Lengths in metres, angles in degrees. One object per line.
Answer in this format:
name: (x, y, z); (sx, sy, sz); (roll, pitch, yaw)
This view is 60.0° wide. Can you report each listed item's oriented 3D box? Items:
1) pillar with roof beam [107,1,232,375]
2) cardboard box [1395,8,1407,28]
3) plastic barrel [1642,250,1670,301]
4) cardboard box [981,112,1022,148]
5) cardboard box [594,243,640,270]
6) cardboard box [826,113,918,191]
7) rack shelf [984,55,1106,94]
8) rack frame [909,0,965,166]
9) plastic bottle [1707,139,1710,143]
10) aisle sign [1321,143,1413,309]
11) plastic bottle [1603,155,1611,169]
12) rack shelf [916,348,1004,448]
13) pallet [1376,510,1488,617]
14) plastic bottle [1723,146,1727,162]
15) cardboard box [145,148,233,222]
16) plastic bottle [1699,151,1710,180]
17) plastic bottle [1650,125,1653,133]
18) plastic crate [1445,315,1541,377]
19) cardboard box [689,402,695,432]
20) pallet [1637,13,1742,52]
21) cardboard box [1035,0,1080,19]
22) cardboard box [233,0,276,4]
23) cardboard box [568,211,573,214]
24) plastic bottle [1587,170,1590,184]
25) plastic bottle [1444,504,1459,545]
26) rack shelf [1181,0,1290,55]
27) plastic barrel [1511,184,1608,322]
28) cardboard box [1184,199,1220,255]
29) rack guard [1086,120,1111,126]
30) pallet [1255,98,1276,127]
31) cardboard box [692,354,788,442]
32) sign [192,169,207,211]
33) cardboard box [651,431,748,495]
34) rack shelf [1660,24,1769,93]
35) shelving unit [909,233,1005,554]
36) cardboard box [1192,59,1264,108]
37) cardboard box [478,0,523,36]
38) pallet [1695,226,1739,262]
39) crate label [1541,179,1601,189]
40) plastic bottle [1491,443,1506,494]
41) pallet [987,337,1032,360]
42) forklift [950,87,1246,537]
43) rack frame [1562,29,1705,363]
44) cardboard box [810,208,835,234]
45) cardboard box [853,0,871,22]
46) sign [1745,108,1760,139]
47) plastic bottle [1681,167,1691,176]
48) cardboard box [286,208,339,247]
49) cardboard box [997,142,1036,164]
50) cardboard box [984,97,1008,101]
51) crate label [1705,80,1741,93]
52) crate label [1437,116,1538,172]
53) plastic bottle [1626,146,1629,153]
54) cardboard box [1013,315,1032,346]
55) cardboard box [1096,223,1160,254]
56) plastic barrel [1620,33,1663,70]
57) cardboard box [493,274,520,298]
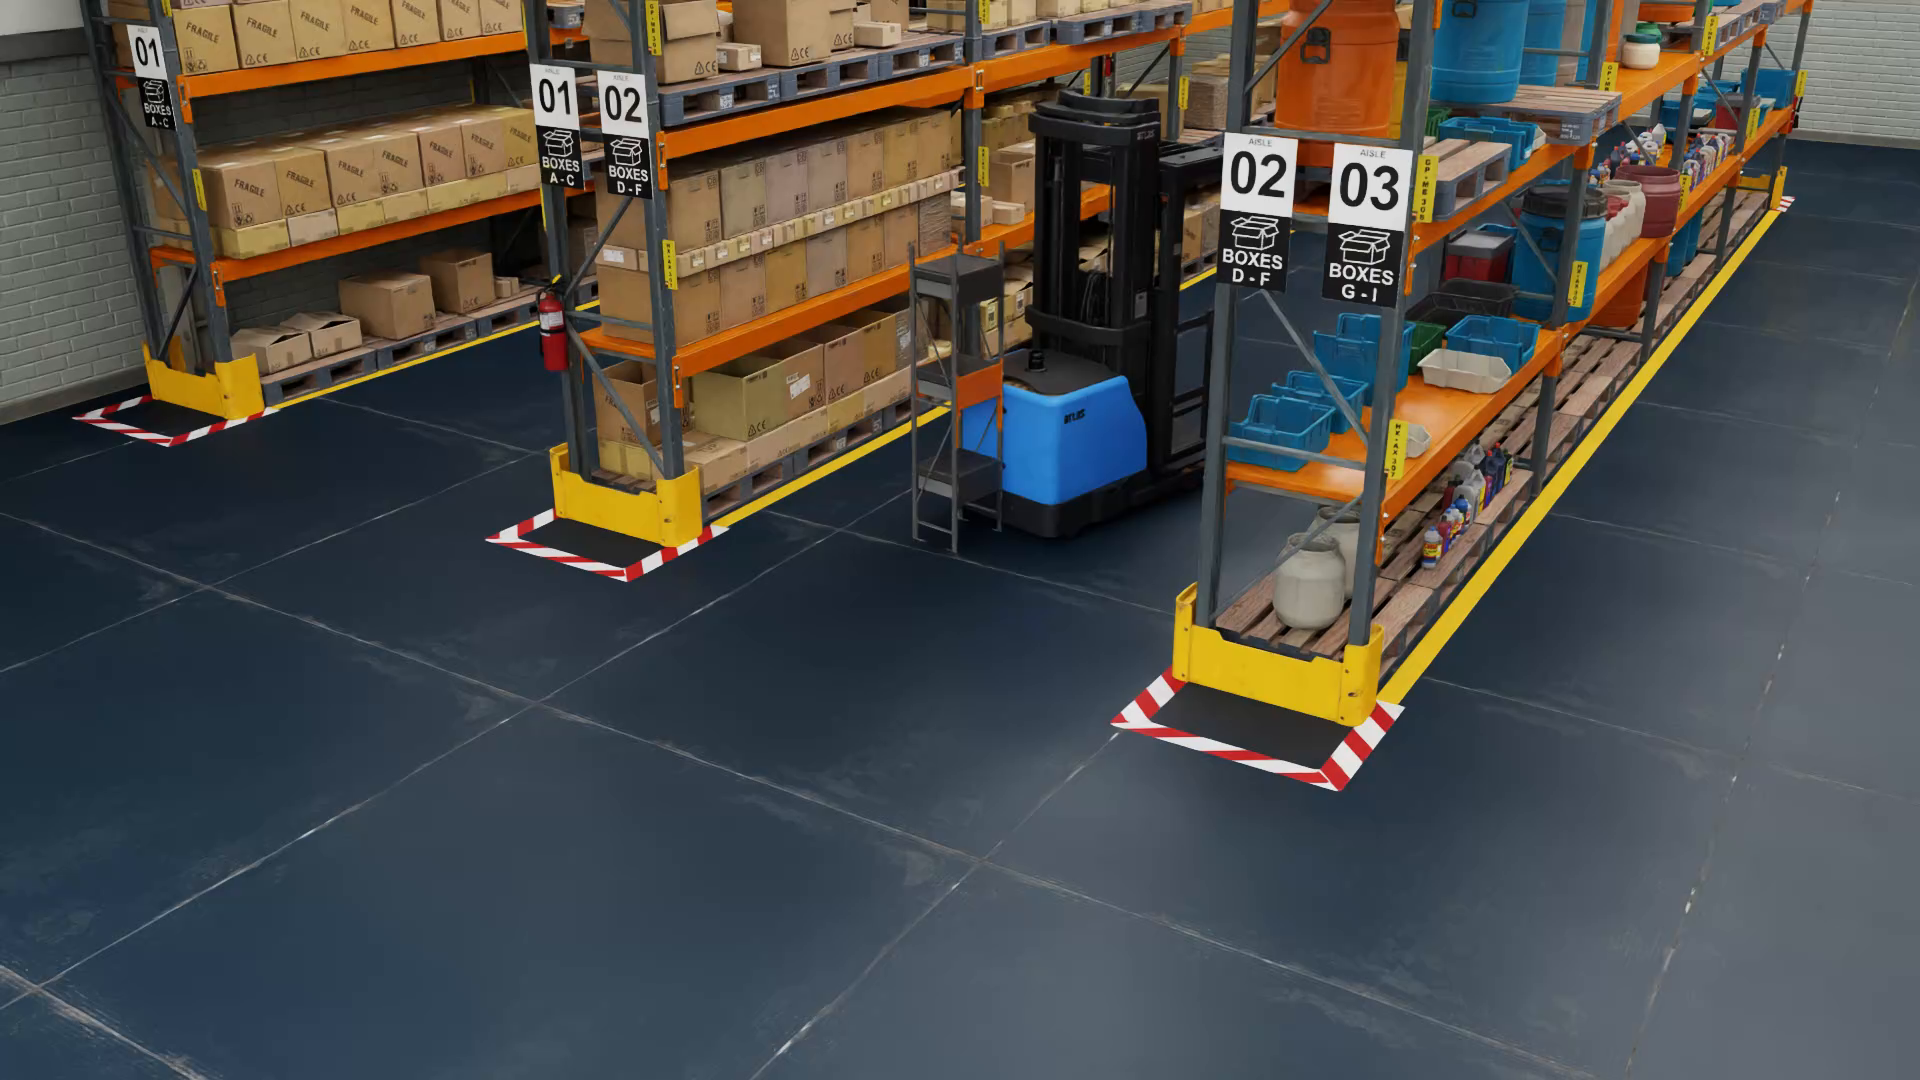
pillar with roof beam: (-3.303, -4.808, 11.529); (9.100, 9.000, 0.400); (14, 27, 29)
cardboard box: (5.789, -7.029, 22.827); (0.500, 0.500, 0.500); (15, 27, 30)
plastic barrel: (6.882, -2.799, 16.948); (0.600, 0.588, 0.708); (14, 27, 29)
cardboard box: (0.485, -6.035, 24.533); (0.700, 0.500, 0.500); (14, 27, 28)
cardboard box: (-2.344, -2.015, 11.687); (0.380, 0.149, 0.250); (13, 27, 28)
cardboard box: (-0.768, -3.172, 13.543); (0.700, 0.500, 0.500); (14, 27, 29)
rack shelf: (0.791, -6.935, 24.899); (1.077, 0.370, 4.000); (14, 27, 29)
rack frame: (-0.264, -6.590, 23.196); (1.000, 3.000, 0.127); (14, 27, 29)
plastic bottle: (8.103, -4.242, 18.022); (0.097, 0.201, 0.097); (0, 23, 0)
aisle sign: (2.033, -1.571, 8.330); (0.394, 0.787, 0.004); (14, 27, 29)
plastic bottle: (6.496, -3.722, 16.718); (0.061, 0.283, 0.133); (14, 27, 29)
rack shelf: (-0.018, -0.983, 11.411); (0.431, 0.518, 0.480); (19, 30, 37)
pallet: (2.900, 0.098, 11.259); (1.003, 0.211, 1.213); (14, 27, 29)
plastic bottle: (8.181, -4.177, 17.873); (0.097, 0.201, 0.097); (0, 23, 0)
cardboard box: (-6.526, -3.028, 14.188); (0.500, 0.500, 0.500); (14, 27, 28)
plastic bottle: (7.567, -3.839, 16.998); (0.152, 0.276, 0.135); (14, 27, 29)
plastic bottle: (7.596, -4.426, 18.344); (0.061, 0.283, 0.133); (14, 27, 29)
plastic crate: (3.579, -1.315, 11.199); (0.499, 0.251, 0.616); (14, 27, 29)
cardboard box: (-2.098, -0.848, 12.865); (0.500, 0.250, 0.500); (14, 27, 29)
pallet: (6.529, -4.691, 15.273); (1.003, 0.211, 1.213); (14, 27, 29)
cardboard box: (0.787, -4.986, 15.376); (0.500, 0.250, 0.500); (11, 26, 25)
cardboard box: (-5.877, -4.668, 13.572); (0.500, 0.500, 0.500); (14, 27, 28)
cardboard box: (-3.880, -3.381, 18.377); (0.700, 0.500, 0.500); (13, 27, 28)
plastic bottle: (6.015, -3.414, 16.007); (0.061, 0.283, 0.133); (14, 27, 29)
plastic bottle: (3.277, -0.109, 11.107); (0.097, 0.271, 0.097); (0, 23, 0)
rack shelf: (2.891, -5.924, 18.789); (1.077, 0.370, 4.000); (14, 27, 29)
plastic barrel: (4.393, -2.110, 12.218); (0.600, 0.901, 0.708); (14, 27, 29)
cardboard box: (2.590, -3.529, 18.719); (0.500, 0.500, 0.500); (13, 27, 27)
rack guard: (1.858, -6.801, 26.830); (1.175, 0.500, 0.348); (14, 27, 29)
pallet: (3.432, -5.218, 20.269); (1.003, 0.211, 1.213); (14, 27, 29)
cardboard box: (-1.650, -1.081, 12.461); (0.500, 0.500, 0.500); (14, 27, 29)
sign: (-6.133, -2.823, 13.406); (0.100, 0.325, 0.005); (14, 27, 29)
cardboard box: (-1.912, -0.568, 12.219); (0.500, 0.250, 0.500); (14, 27, 29)
rack shelf: (7.097, -4.885, 16.388); (1.077, 0.370, 4.000); (14, 27, 29)
shelving unit: (-0.018, -0.995, 11.406); (0.431, 2.100, 0.503); (19, 30, 37)
cardboard box: (3.197, -5.433, 19.870); (0.700, 0.500, 0.500); (19, 30, 37)
cardboard box: (-4.542, -5.098, 15.824); (0.500, 0.500, 0.500); (15, 27, 30)
pallet: (8.507, -3.490, 19.547); (1.003, 0.211, 1.213); (14, 27, 29)
crate label: (5.288, -2.901, 14.631); (0.502, 0.435, 0.616); (14, 27, 29)
plastic bottle: (3.837, -0.522, 11.961); (0.144, 0.351, 0.185); (13, 27, 28)
pallet: (0.082, -1.830, 15.711); (1.003, 0.211, 1.213); (14, 27, 29)
forklift: (1.317, -1.855, 12.345); (1.130, 2.935, 3.031); (21, 31, 40)
rack frame: (6.042, -3.164, 15.282); (1.000, 3.000, 0.127); (14, 27, 29)
cardboard box: (-1.182, -2.452, 12.697); (0.380, 0.149, 0.250); (14, 27, 29)
cardboard box: (-1.048, -4.148, 13.189); (0.500, 0.311, 0.500); (12, 26, 26)
sign: (8.619, -4.525, 18.078); (0.100, 0.325, 0.005); (14, 27, 29)
plastic bottle: (7.066, -3.495, 16.210); (0.097, 0.271, 0.097); (0, 23, 0)
cardboard box: (-5.805, -2.756, 14.505); (0.500, 0.250, 0.500); (13, 27, 27)
cardboard box: (0.687, -3.501, 15.936); (0.500, 0.500, 0.500); (14, 27, 29)
cardboard box: (0.521, -6.509, 24.811); (0.380, 0.149, 0.250); (14, 27, 29)
crate label: (9.852, -5.800, 21.507); (0.416, 0.233, 0.303); (14, 27, 29)
crate label: (3.090, -2.334, 9.778); (0.502, 0.251, 0.408); (14, 27, 29)
plastic bottle: (6.889, -3.954, 17.270); (0.097, 0.271, 0.097); (0, 23, 0)
cardboard box: (0.420, -2.040, 15.619); (0.500, 0.250, 0.500); (15, 27, 30)
cardboard box: (1.769, -3.163, 17.507); (0.500, 0.311, 0.500); (15, 27, 30)
plastic barrel: (5.570, -3.998, 13.609); (0.301, 0.262, 0.301); (0, 23, 0)
cardboard box: (-4.741, -2.604, 17.003); (0.380, 0.166, 0.250); (10, 25, 22)
